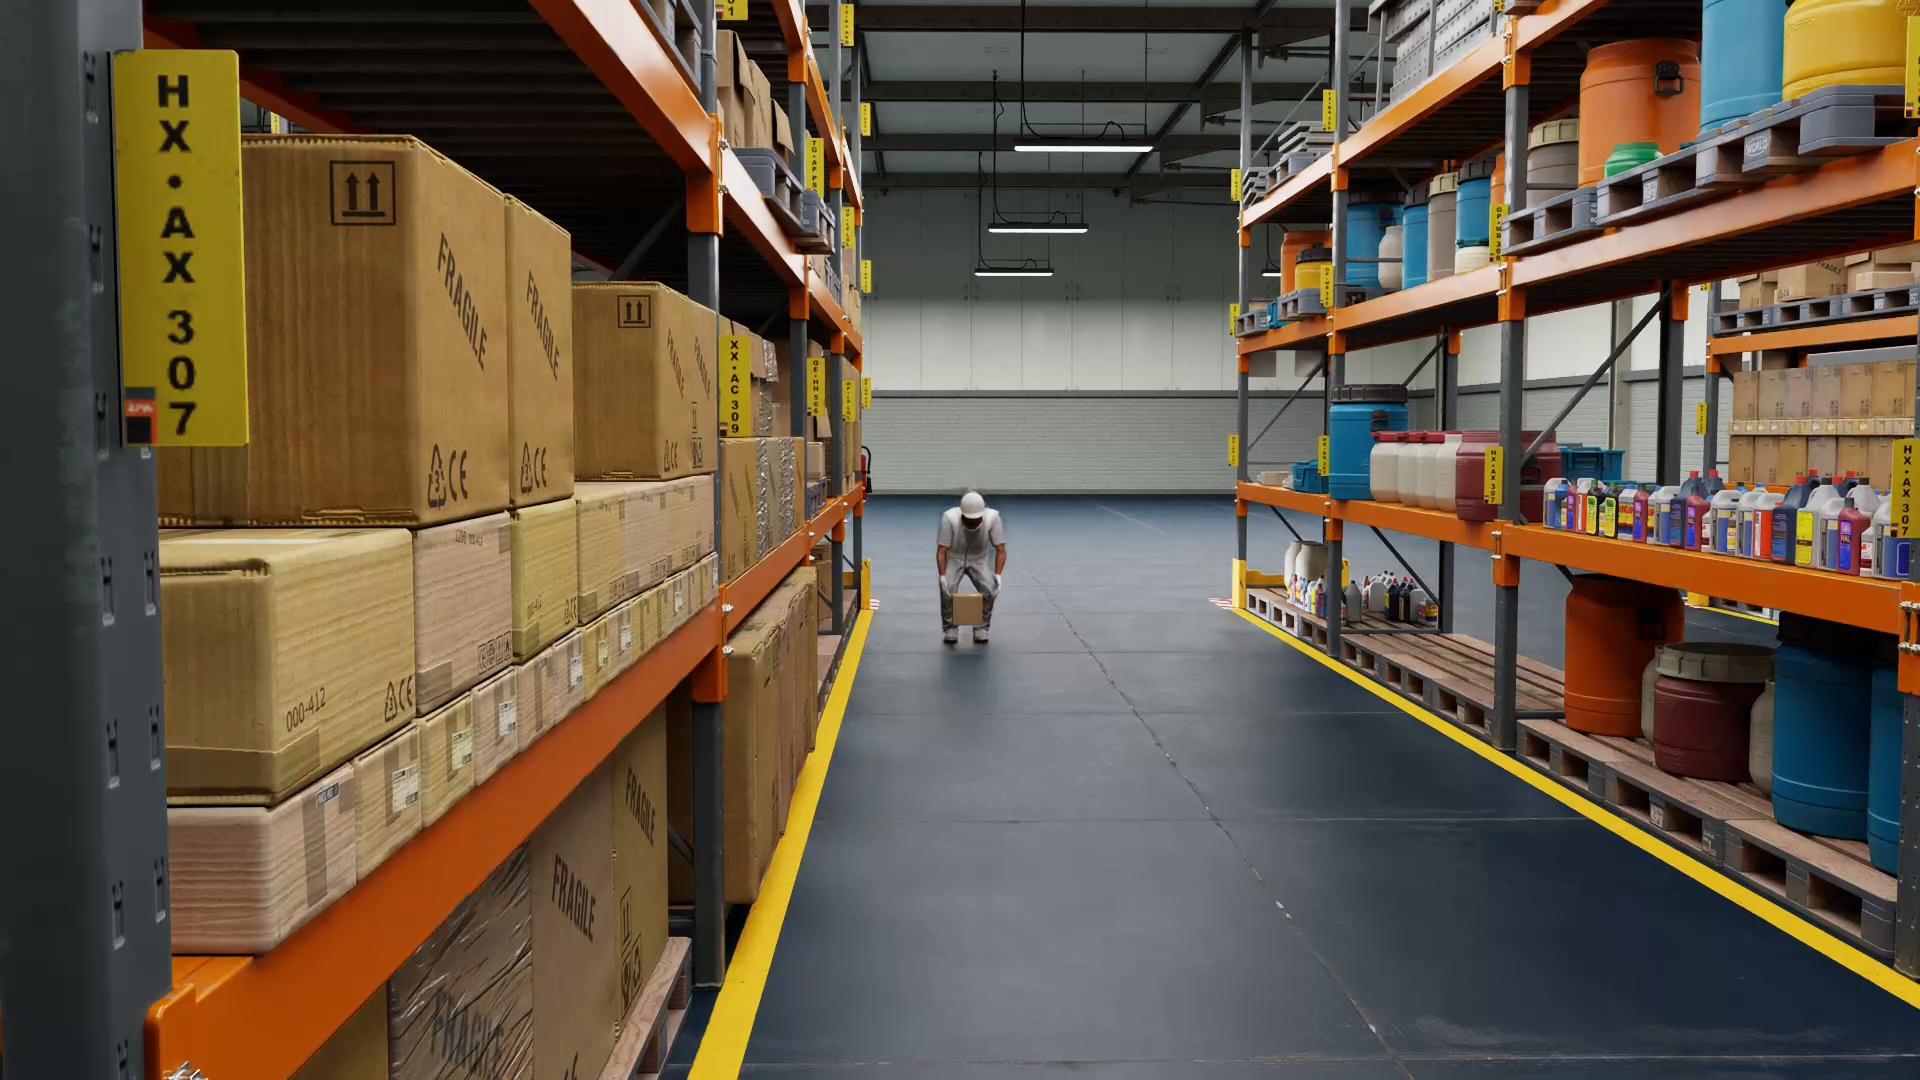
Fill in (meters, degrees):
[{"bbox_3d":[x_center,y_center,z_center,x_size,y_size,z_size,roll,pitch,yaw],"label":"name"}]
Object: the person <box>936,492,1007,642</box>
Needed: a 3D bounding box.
[{"bbox_3d":[0.098,0.230,14.551,0.610,1.322,0.813,0,4,-1],"label":"person"}]
